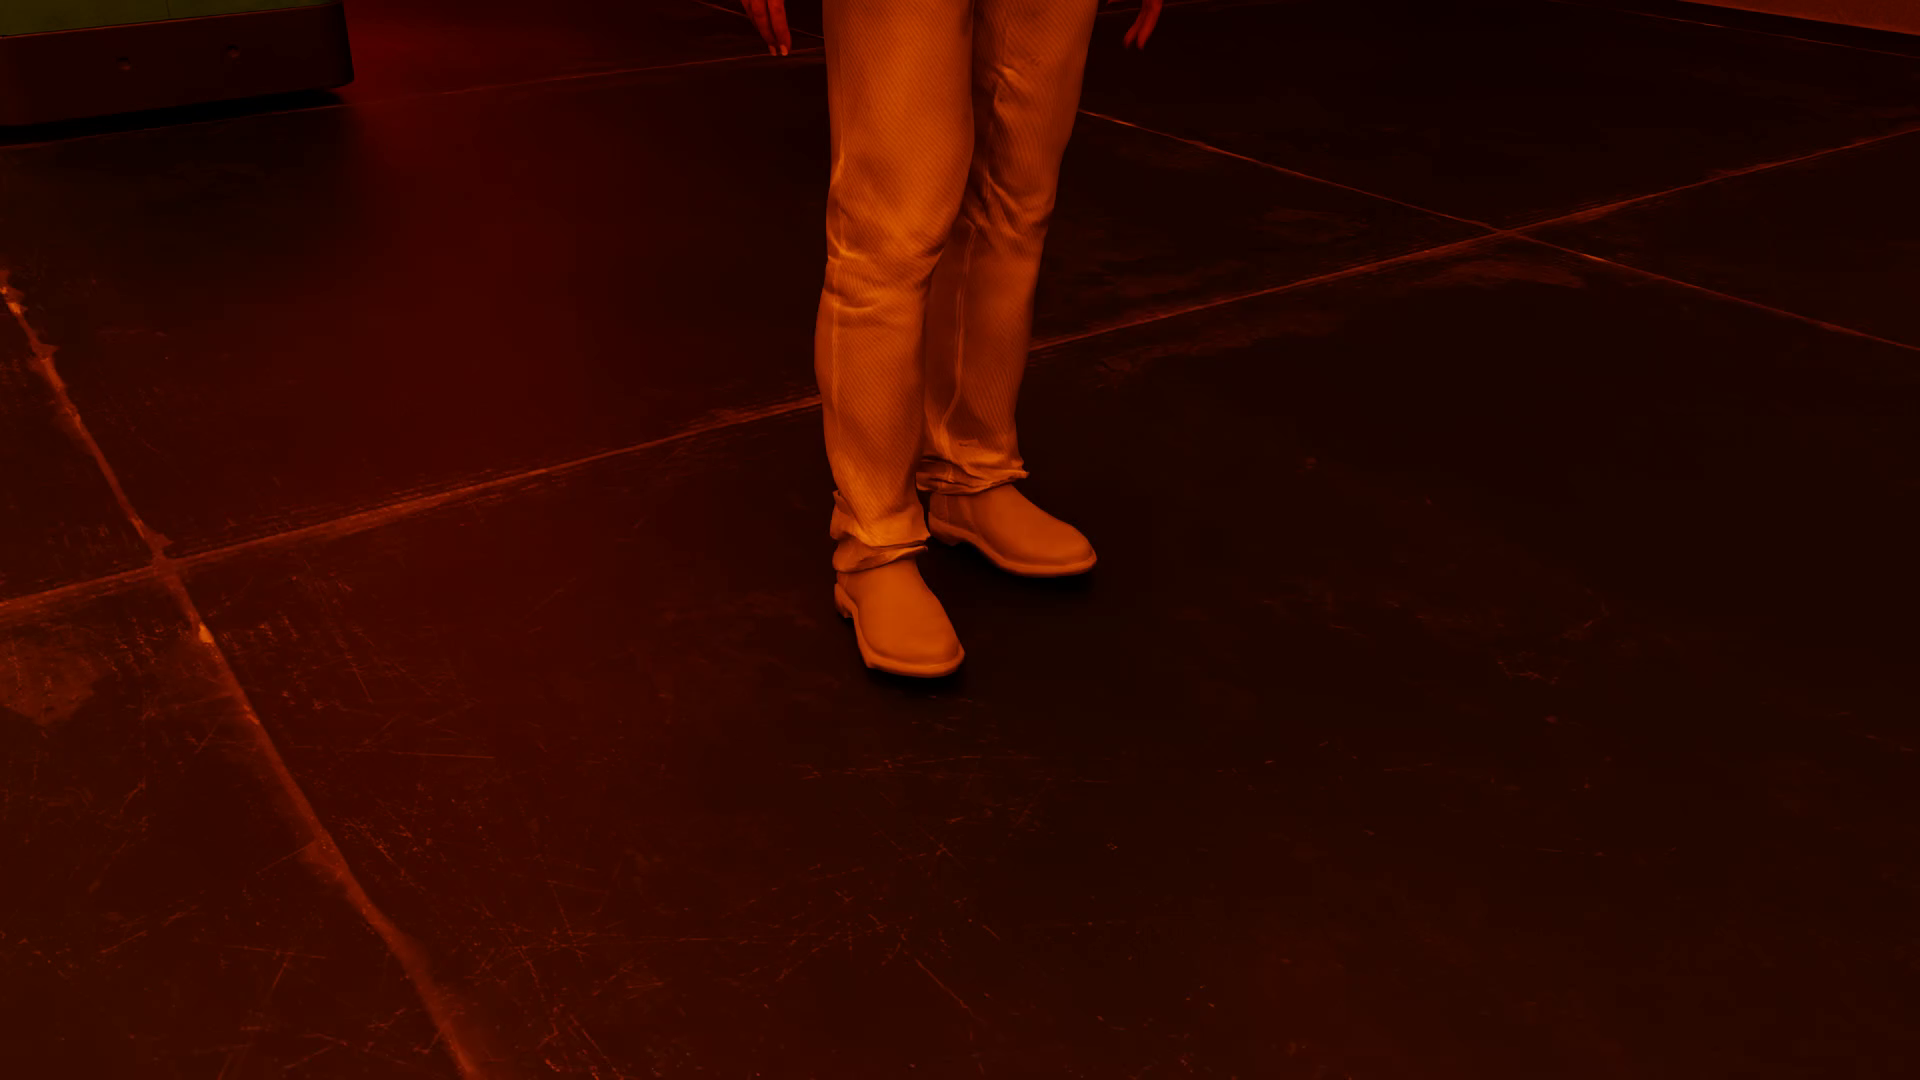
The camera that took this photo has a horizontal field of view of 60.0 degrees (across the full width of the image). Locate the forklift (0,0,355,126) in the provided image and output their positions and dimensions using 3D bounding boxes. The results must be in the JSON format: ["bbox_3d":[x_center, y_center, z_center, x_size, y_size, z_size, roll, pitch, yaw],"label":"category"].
[{"bbox_3d":[-3.199,-3.060,5.330,1.130,2.935,3.031,-19,32,-33],"label":"forklift"}]

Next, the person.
[{"bbox_3d":[0.034,-0.769,2.047,0.665,1.765,0.577,-17,31,-31],"label":"person"}]
